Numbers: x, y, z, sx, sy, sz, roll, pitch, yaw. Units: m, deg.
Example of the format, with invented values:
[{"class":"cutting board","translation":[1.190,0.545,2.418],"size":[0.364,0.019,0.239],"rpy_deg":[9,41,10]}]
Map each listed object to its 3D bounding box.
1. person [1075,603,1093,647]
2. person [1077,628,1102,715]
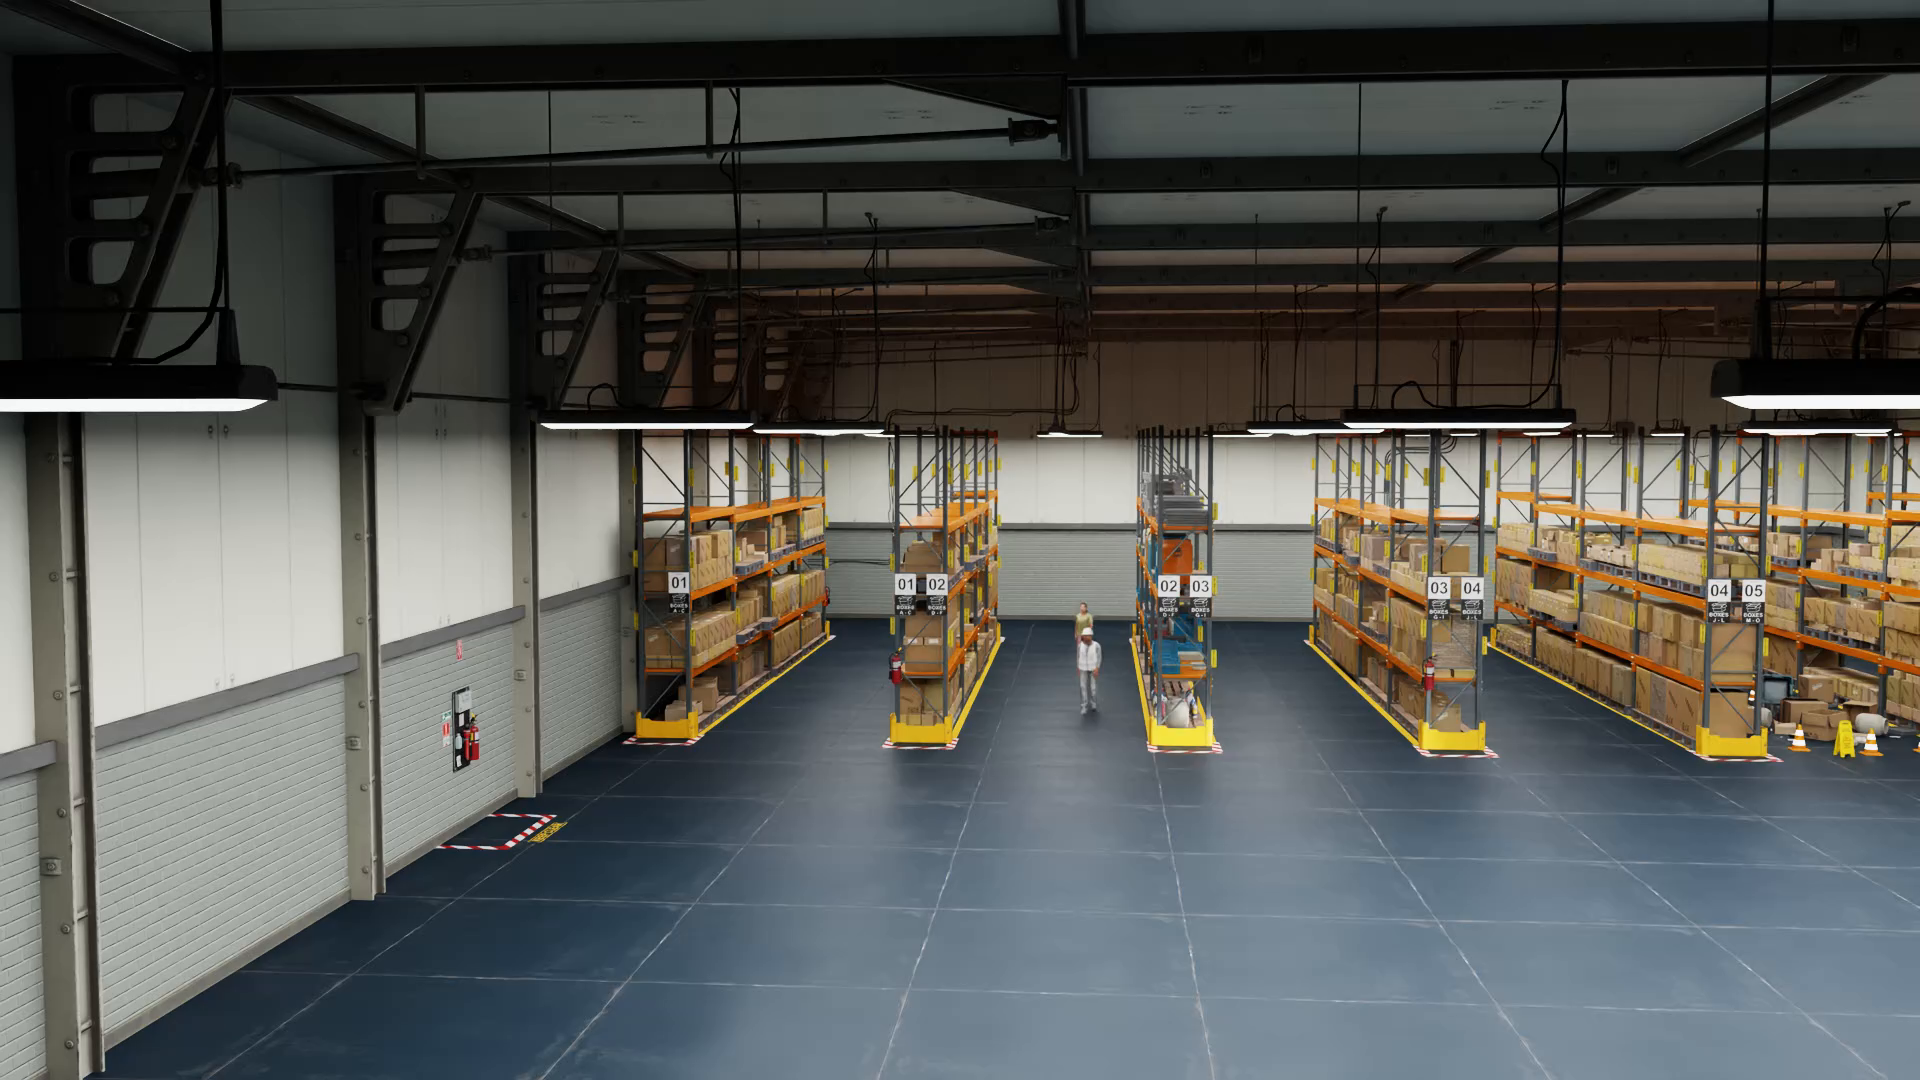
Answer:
[{"class":"person","translation":[3.114,2.390,41.778],"size":[0.464,1.603,1.052],"rpy_deg":[0,3,6]},{"class":"person","translation":[2.705,2.742,34.986],"size":[0.565,1.777,0.814],"rpy_deg":[1,4,15]}]
